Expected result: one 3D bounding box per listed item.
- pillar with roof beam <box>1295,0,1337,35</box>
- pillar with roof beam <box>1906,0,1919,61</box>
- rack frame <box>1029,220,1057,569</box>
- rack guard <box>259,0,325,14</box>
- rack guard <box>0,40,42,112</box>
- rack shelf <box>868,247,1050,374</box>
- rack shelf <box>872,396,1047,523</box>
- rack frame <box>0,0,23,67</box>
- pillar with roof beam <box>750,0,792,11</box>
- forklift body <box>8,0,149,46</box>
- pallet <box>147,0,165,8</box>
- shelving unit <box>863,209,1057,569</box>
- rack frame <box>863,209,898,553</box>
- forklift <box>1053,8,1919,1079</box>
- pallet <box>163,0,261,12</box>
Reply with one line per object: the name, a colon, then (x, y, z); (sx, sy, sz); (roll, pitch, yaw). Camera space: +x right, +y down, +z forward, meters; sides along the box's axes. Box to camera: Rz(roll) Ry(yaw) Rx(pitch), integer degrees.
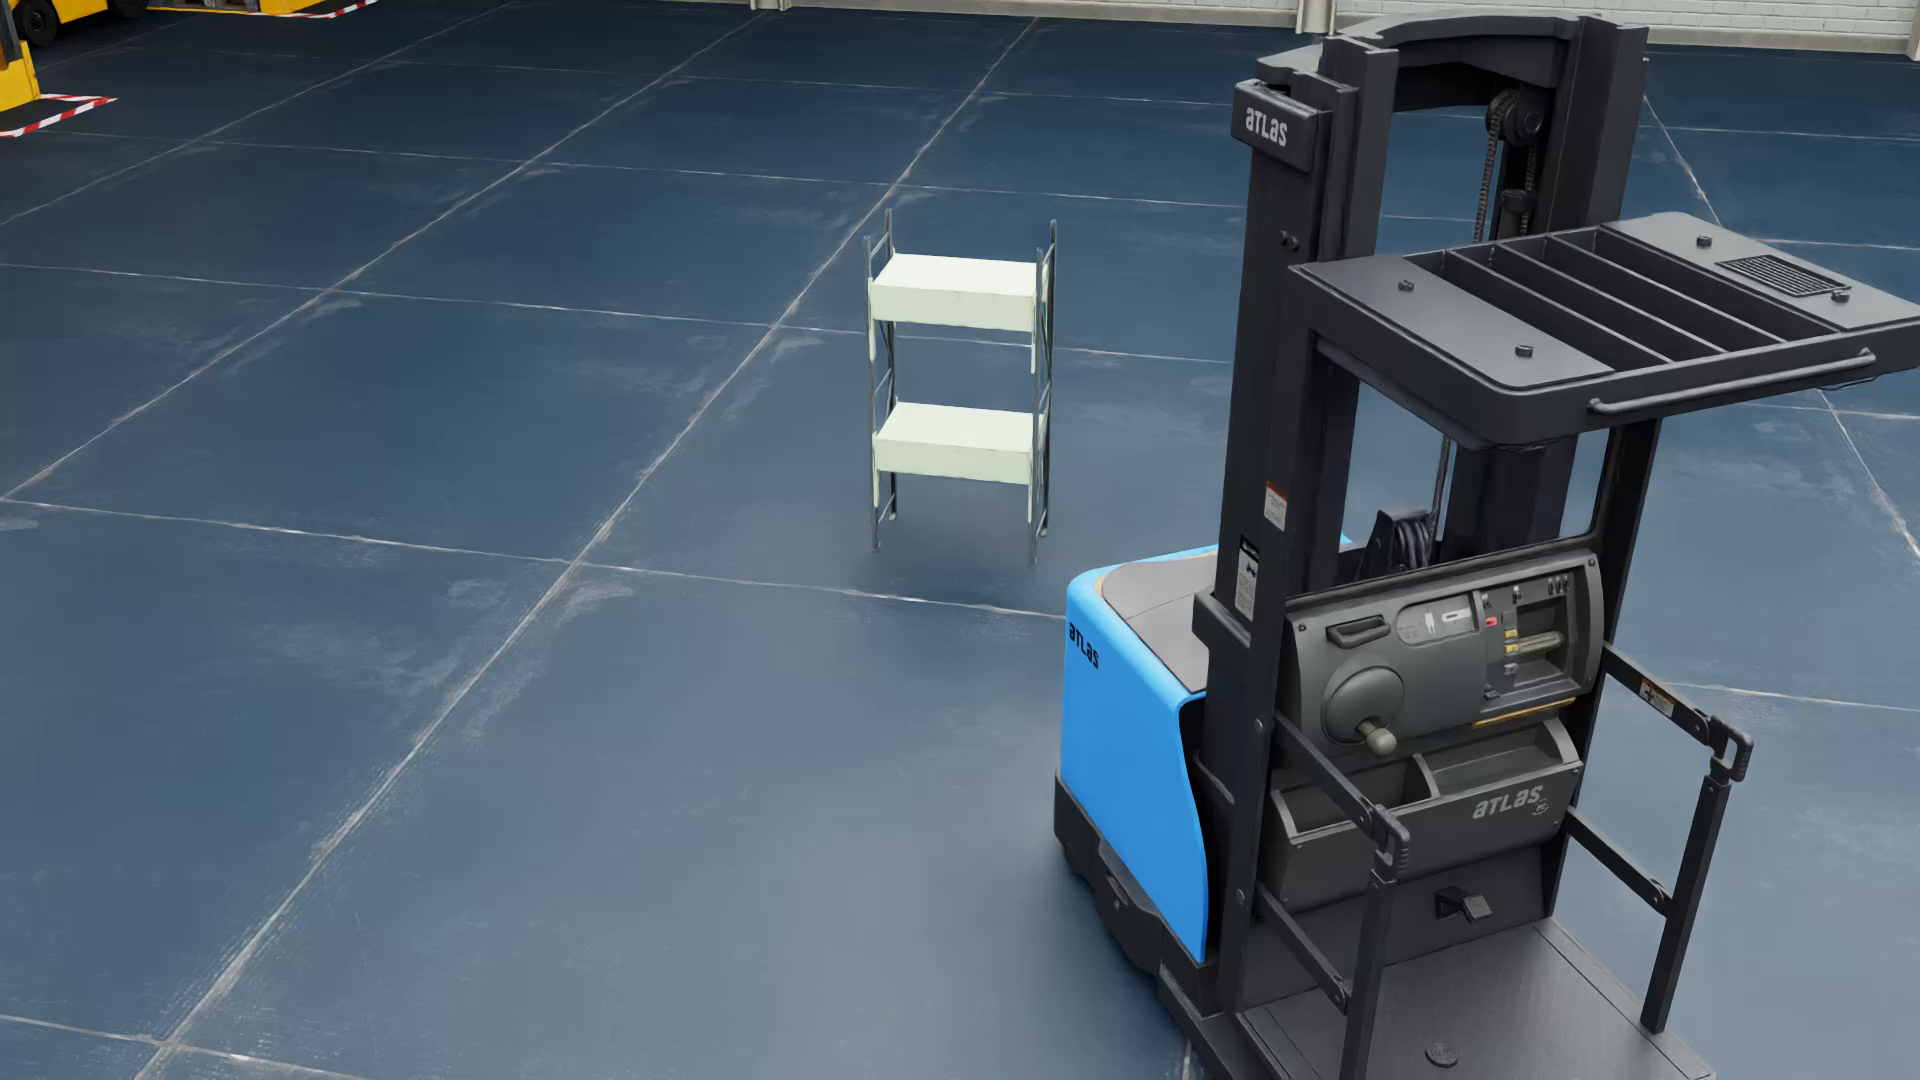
pillar with roof beam: (2.851, -7.304, 11.721); (0.400, 9.000, 9.100); (6, 29, 11)
pillar with roof beam: (8.719, -6.703, 10.622); (0.400, 9.000, 9.100); (6, 29, 11)
rack frame: (0.364, -0.620, 7.322); (0.023, 1.500, 0.400); (6, 29, 11)
rack guard: (-7.469, -6.306, 18.748); (0.348, 0.500, 1.175); (6, 29, 11)
rack guard: (-8.600, -3.985, 14.508); (0.348, 0.500, 1.175); (6, 29, 11)
rack shelf: (0.007, -1.000, 7.201); (0.720, 0.370, 0.431); (6, 29, 11)
rack shelf: (0.007, -0.371, 7.545); (0.720, 0.370, 0.431); (6, 29, 11)
rack frame: (-8.526, -5.073, 13.894); (0.127, 3.000, 1.000); (6, 29, 11)
pillar with roof beam: (-3.017, -7.906, 12.820); (0.400, 9.000, 9.100); (6, 29, 11)
forklift body: (-9.728, -6.366, 17.138); (1.214, 2.155, 2.313); (6, 29, 11)
pallet: (-9.439, -6.362, 19.151); (1.213, 0.211, 1.003); (6, 29, 11)
shelving unit: (0.007, -0.657, 7.389); (0.755, 1.500, 0.431); (6, 29, 11)
rack frame: (-0.351, -0.694, 7.456); (0.023, 1.500, 0.400); (6, 29, 11)
forklift: (1.339, 0.335, 4.086); (1.130, 2.935, 3.031); (-11, 30, -19)
pallet: (-8.249, -6.239, 18.926); (1.213, 0.211, 1.003); (6, 29, 11)
